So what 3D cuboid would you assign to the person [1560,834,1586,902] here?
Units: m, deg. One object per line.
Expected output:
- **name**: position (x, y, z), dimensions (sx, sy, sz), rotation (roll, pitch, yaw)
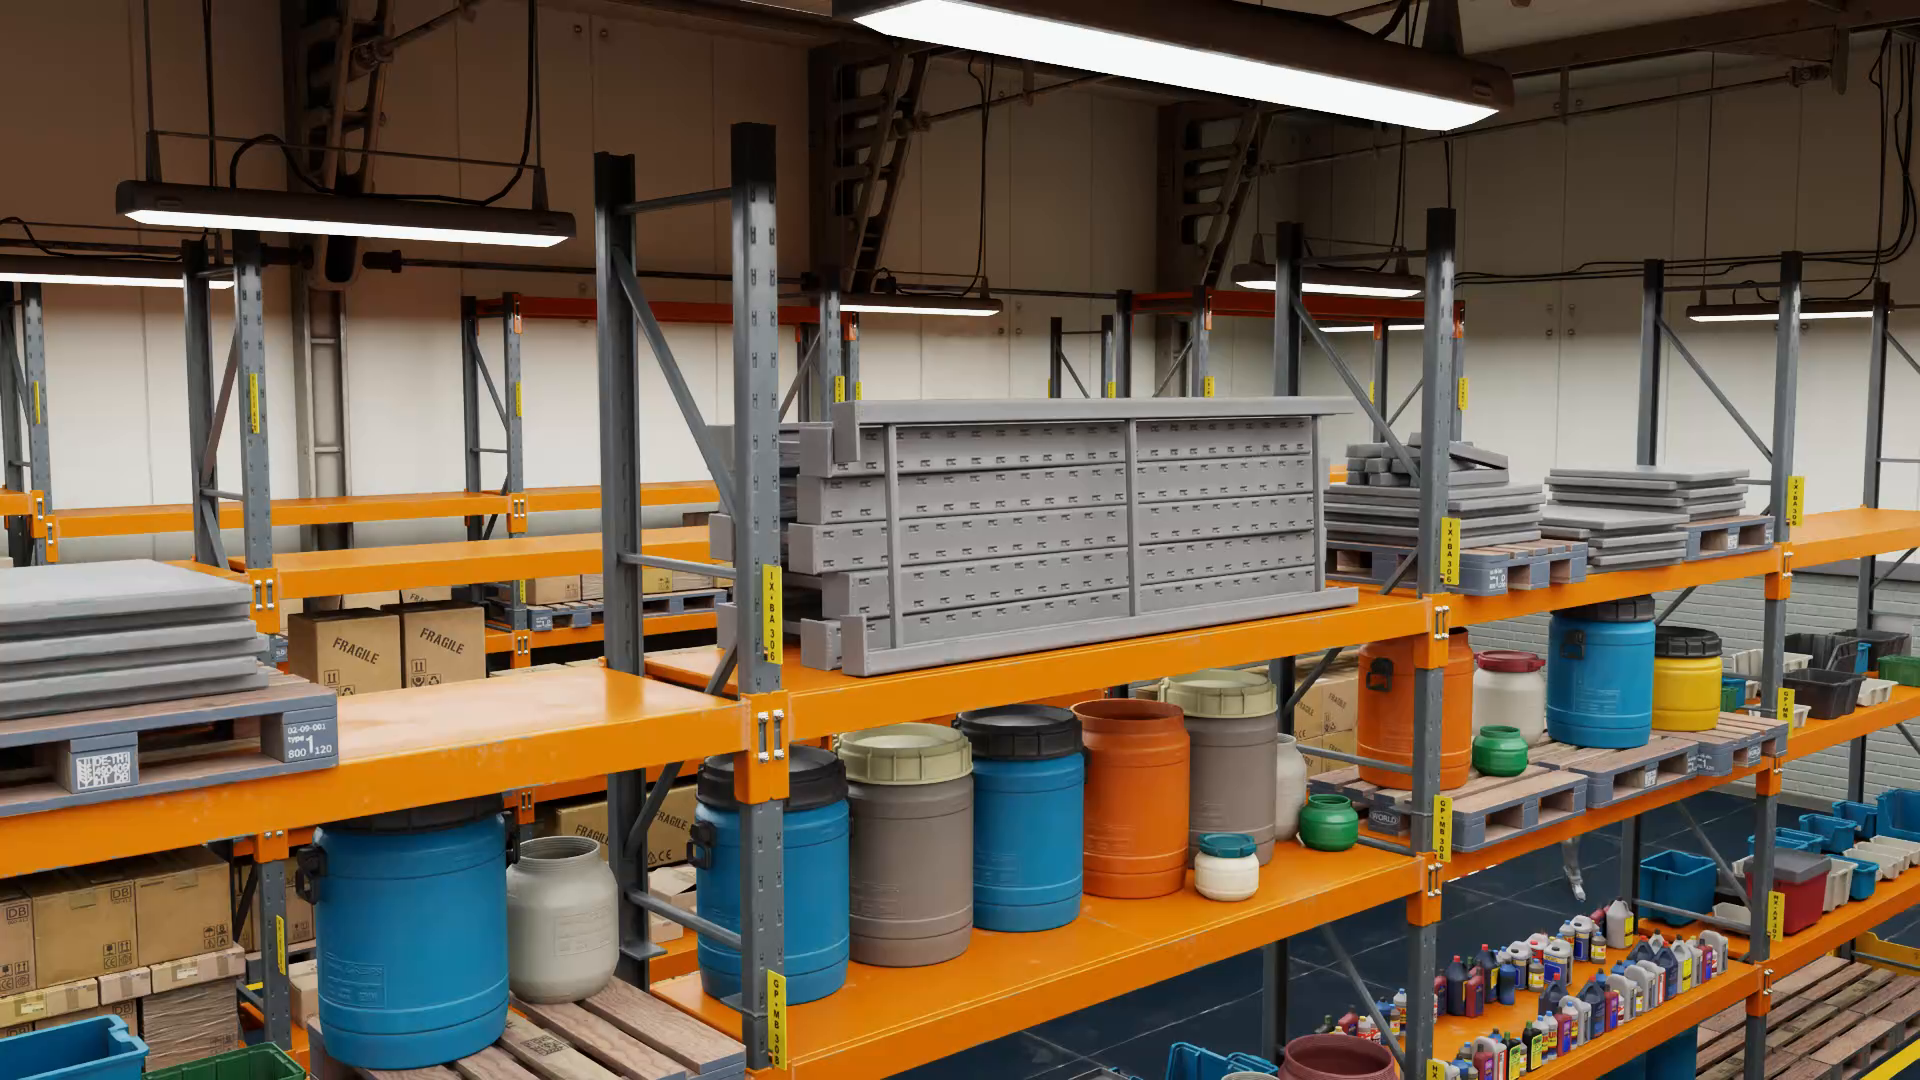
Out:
- **person**: position (6.114, 2.786, 16.879), dimensions (0.591, 1.594, 0.730), rotation (0, 5, 4)
